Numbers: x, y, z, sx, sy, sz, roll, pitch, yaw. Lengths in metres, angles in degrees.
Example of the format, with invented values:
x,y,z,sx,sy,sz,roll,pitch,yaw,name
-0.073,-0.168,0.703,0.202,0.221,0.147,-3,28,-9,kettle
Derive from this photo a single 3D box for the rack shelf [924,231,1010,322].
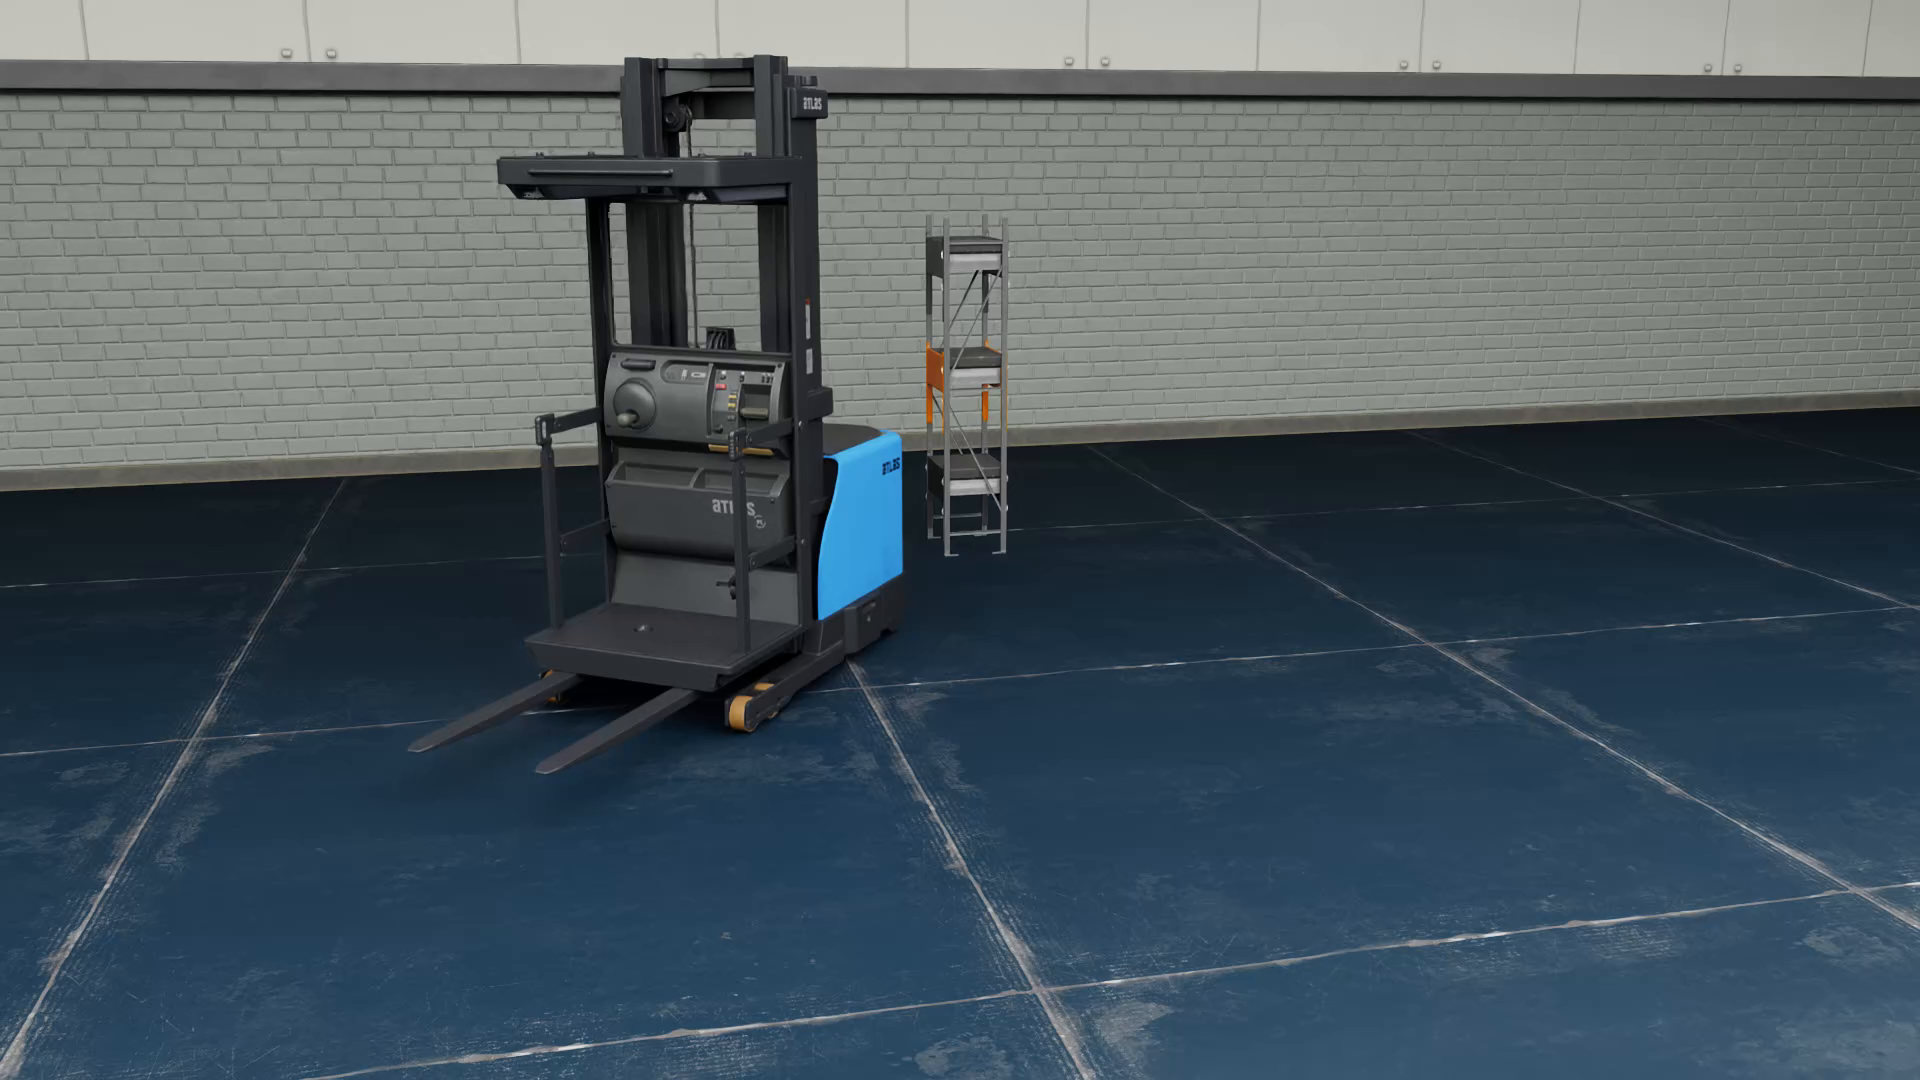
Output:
x,y,z,sx,sy,sz,roll,pitch,yaw,name
0.039,-1.649,10.359,0.431,0.518,0.480,-3,14,-13,rack shelf

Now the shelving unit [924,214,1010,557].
x,y,z,sx,sy,sz,roll,pitch,yaw,name
0.039,-0.982,10.522,0.431,2.100,0.503,-3,14,-13,shelving unit

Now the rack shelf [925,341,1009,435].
x,y,z,sx,sy,sz,roll,pitch,yaw,name
0.039,-0.969,10.525,0.431,0.518,0.480,-3,14,-13,rack shelf

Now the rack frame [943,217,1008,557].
x,y,z,sx,sy,sz,roll,pitch,yaw,name
0.096,-0.926,10.291,0.400,2.100,0.015,-3,14,-13,rack frame

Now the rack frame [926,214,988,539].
x,y,z,sx,sy,sz,roll,pitch,yaw,name
-0.018,-1.038,10.752,0.400,2.100,0.015,-3,14,-13,rack frame

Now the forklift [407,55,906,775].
x,y,z,sx,sy,sz,roll,pitch,yaw,name
-1.315,-0.678,7.528,1.130,2.935,3.031,6,15,21,forklift

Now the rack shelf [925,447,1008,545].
x,y,z,sx,sy,sz,roll,pitch,yaw,name
0.039,-0.289,10.691,0.431,0.518,0.480,-3,14,-13,rack shelf
